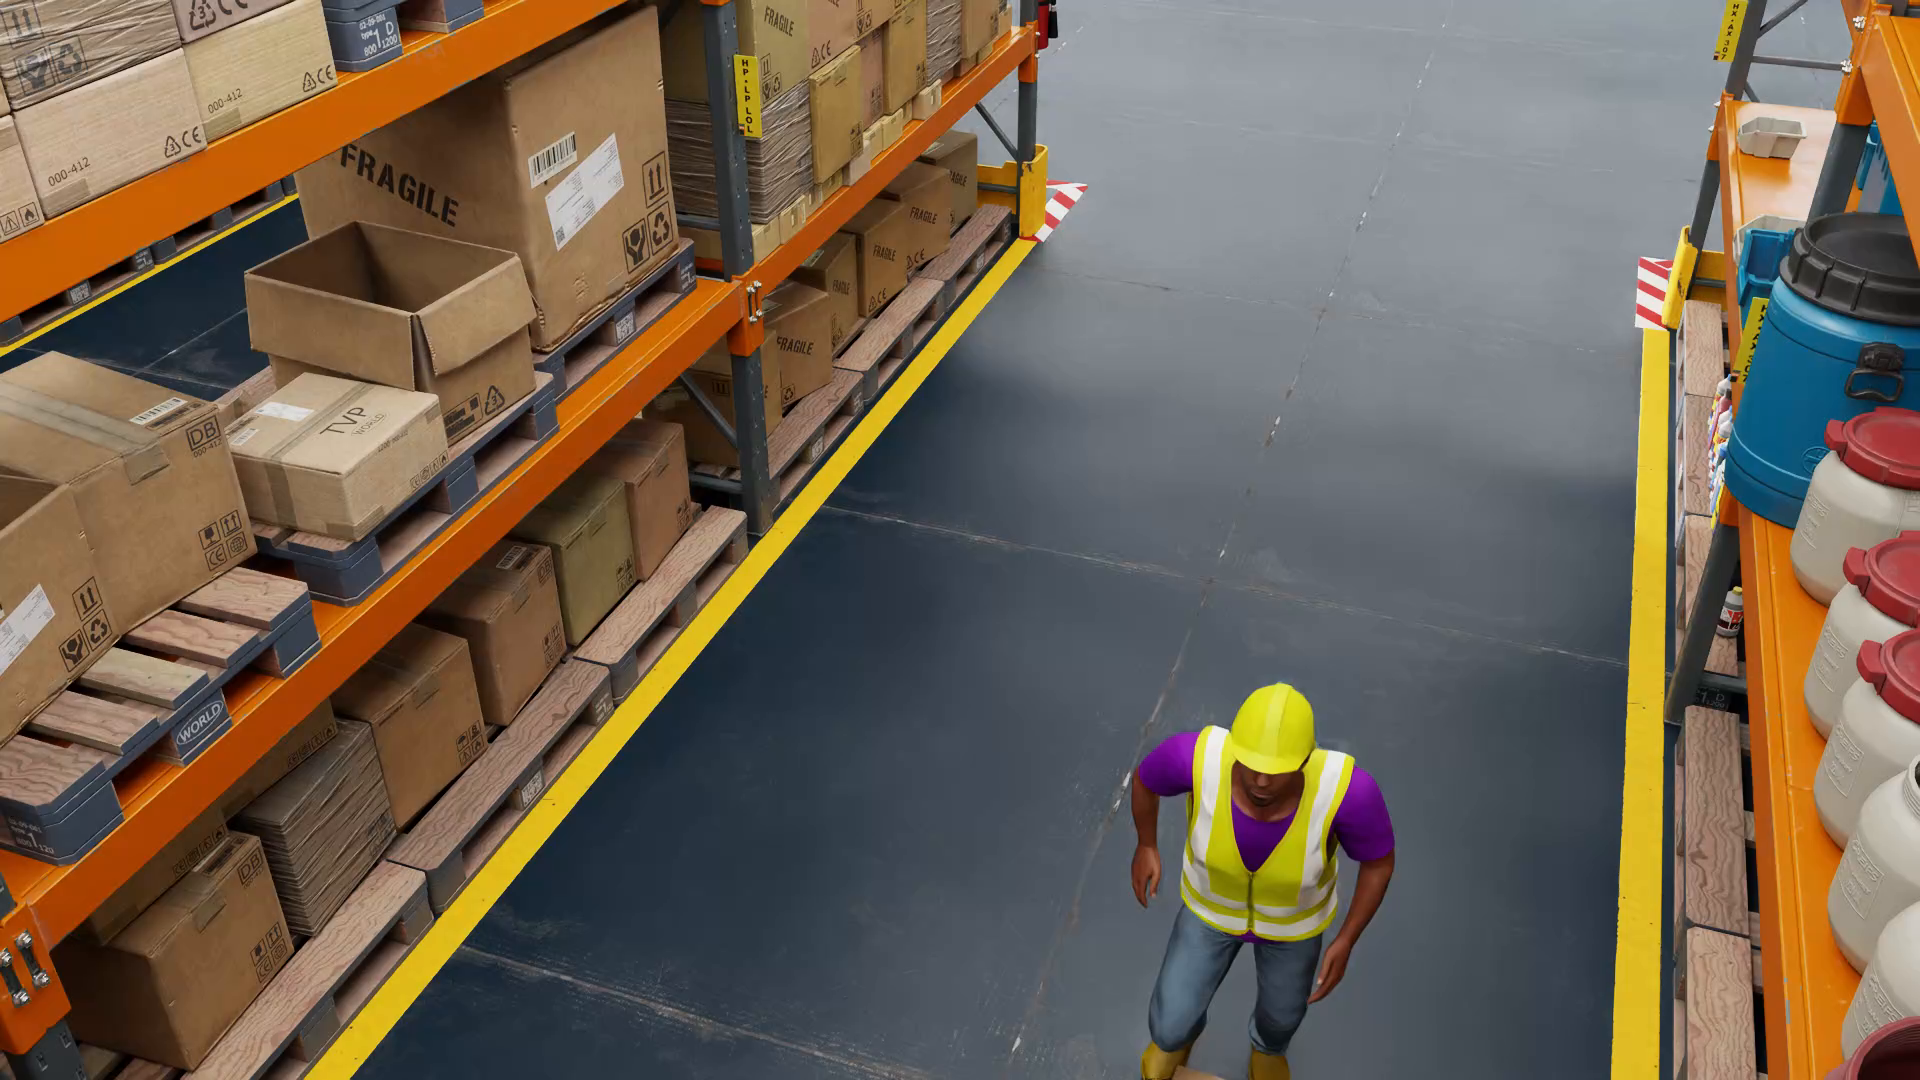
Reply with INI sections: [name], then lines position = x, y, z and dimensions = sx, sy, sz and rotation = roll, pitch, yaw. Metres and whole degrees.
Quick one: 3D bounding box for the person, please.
[person]
position = 0.805, 1.008, 4.636
dimensions = 0.725, 1.691, 0.635
rotation = 8, 34, 13
